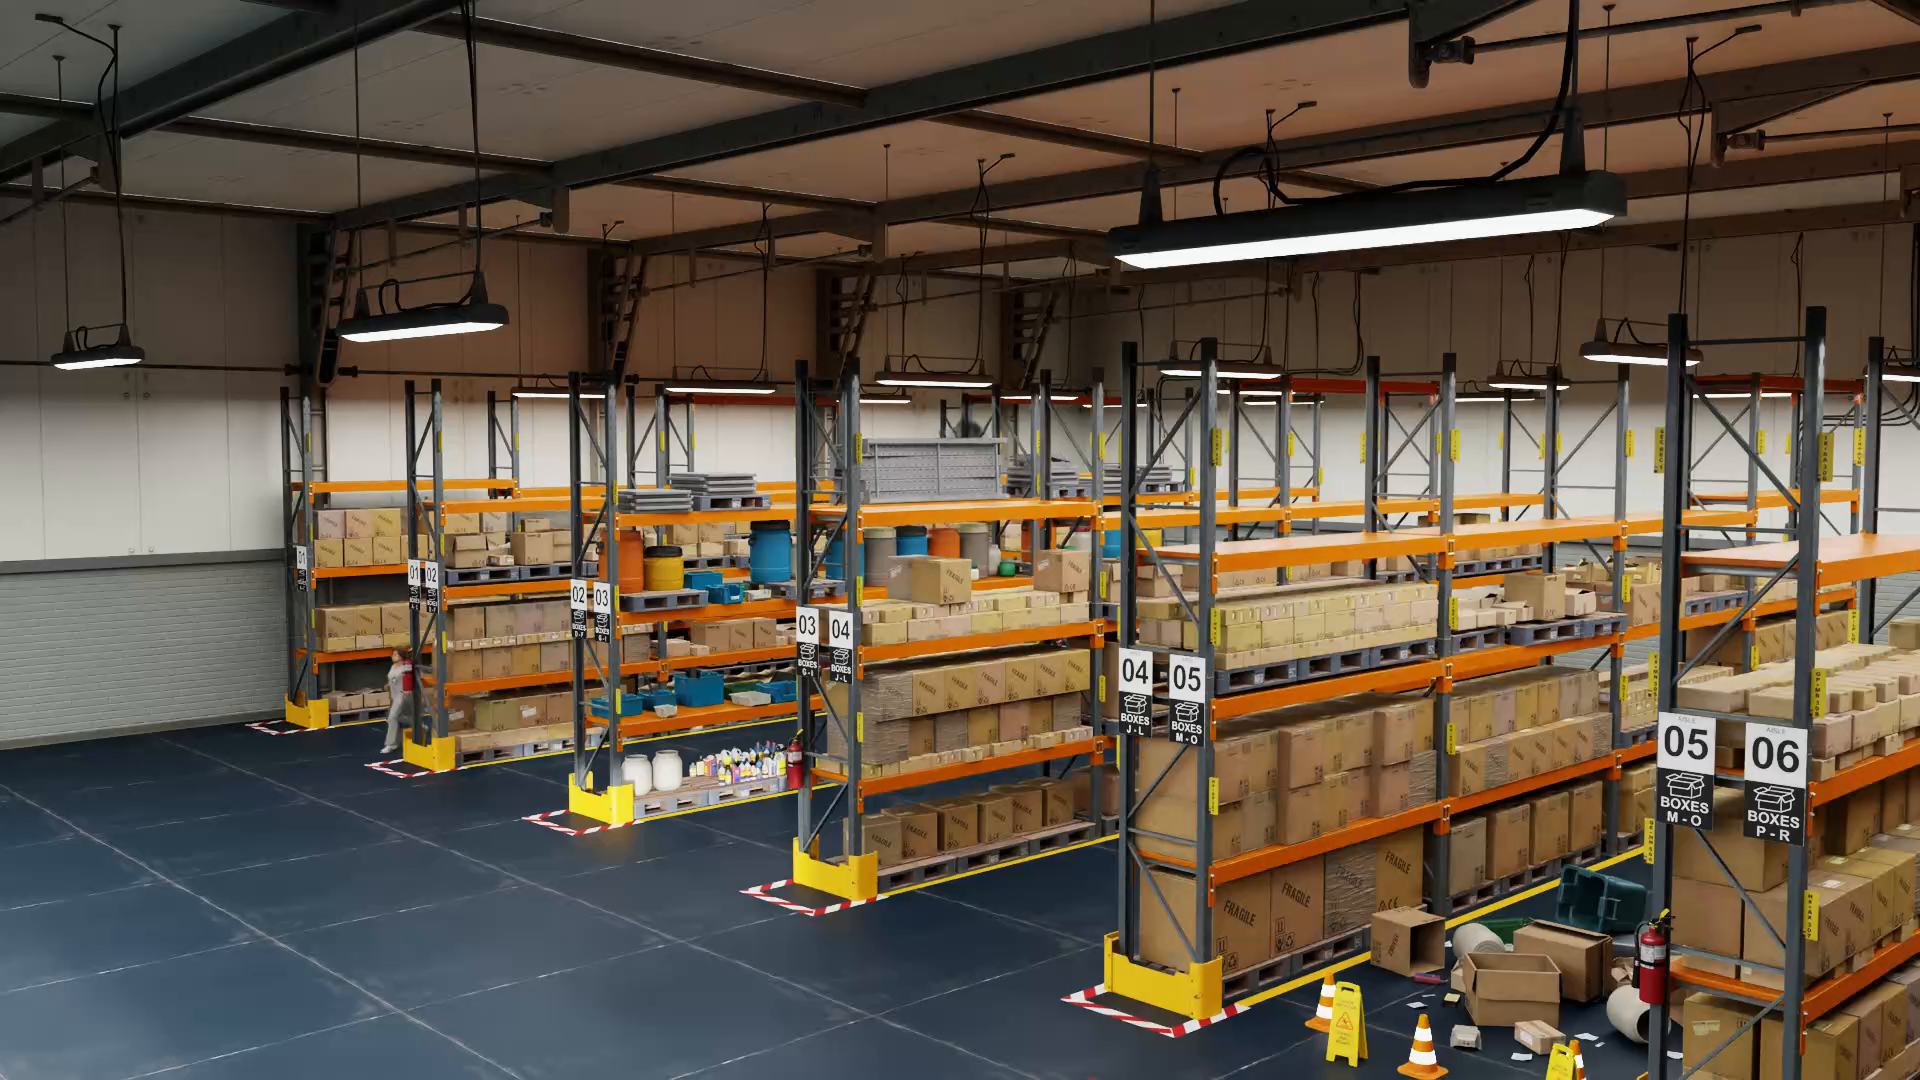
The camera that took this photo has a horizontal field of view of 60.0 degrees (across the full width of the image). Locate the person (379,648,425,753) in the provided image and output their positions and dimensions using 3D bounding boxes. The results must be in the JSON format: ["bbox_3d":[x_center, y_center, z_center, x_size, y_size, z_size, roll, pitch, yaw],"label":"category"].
[{"bbox_3d":[-9.141,2.608,27.266,0.606,1.697,0.905,3,5,38],"label":"person"}]
